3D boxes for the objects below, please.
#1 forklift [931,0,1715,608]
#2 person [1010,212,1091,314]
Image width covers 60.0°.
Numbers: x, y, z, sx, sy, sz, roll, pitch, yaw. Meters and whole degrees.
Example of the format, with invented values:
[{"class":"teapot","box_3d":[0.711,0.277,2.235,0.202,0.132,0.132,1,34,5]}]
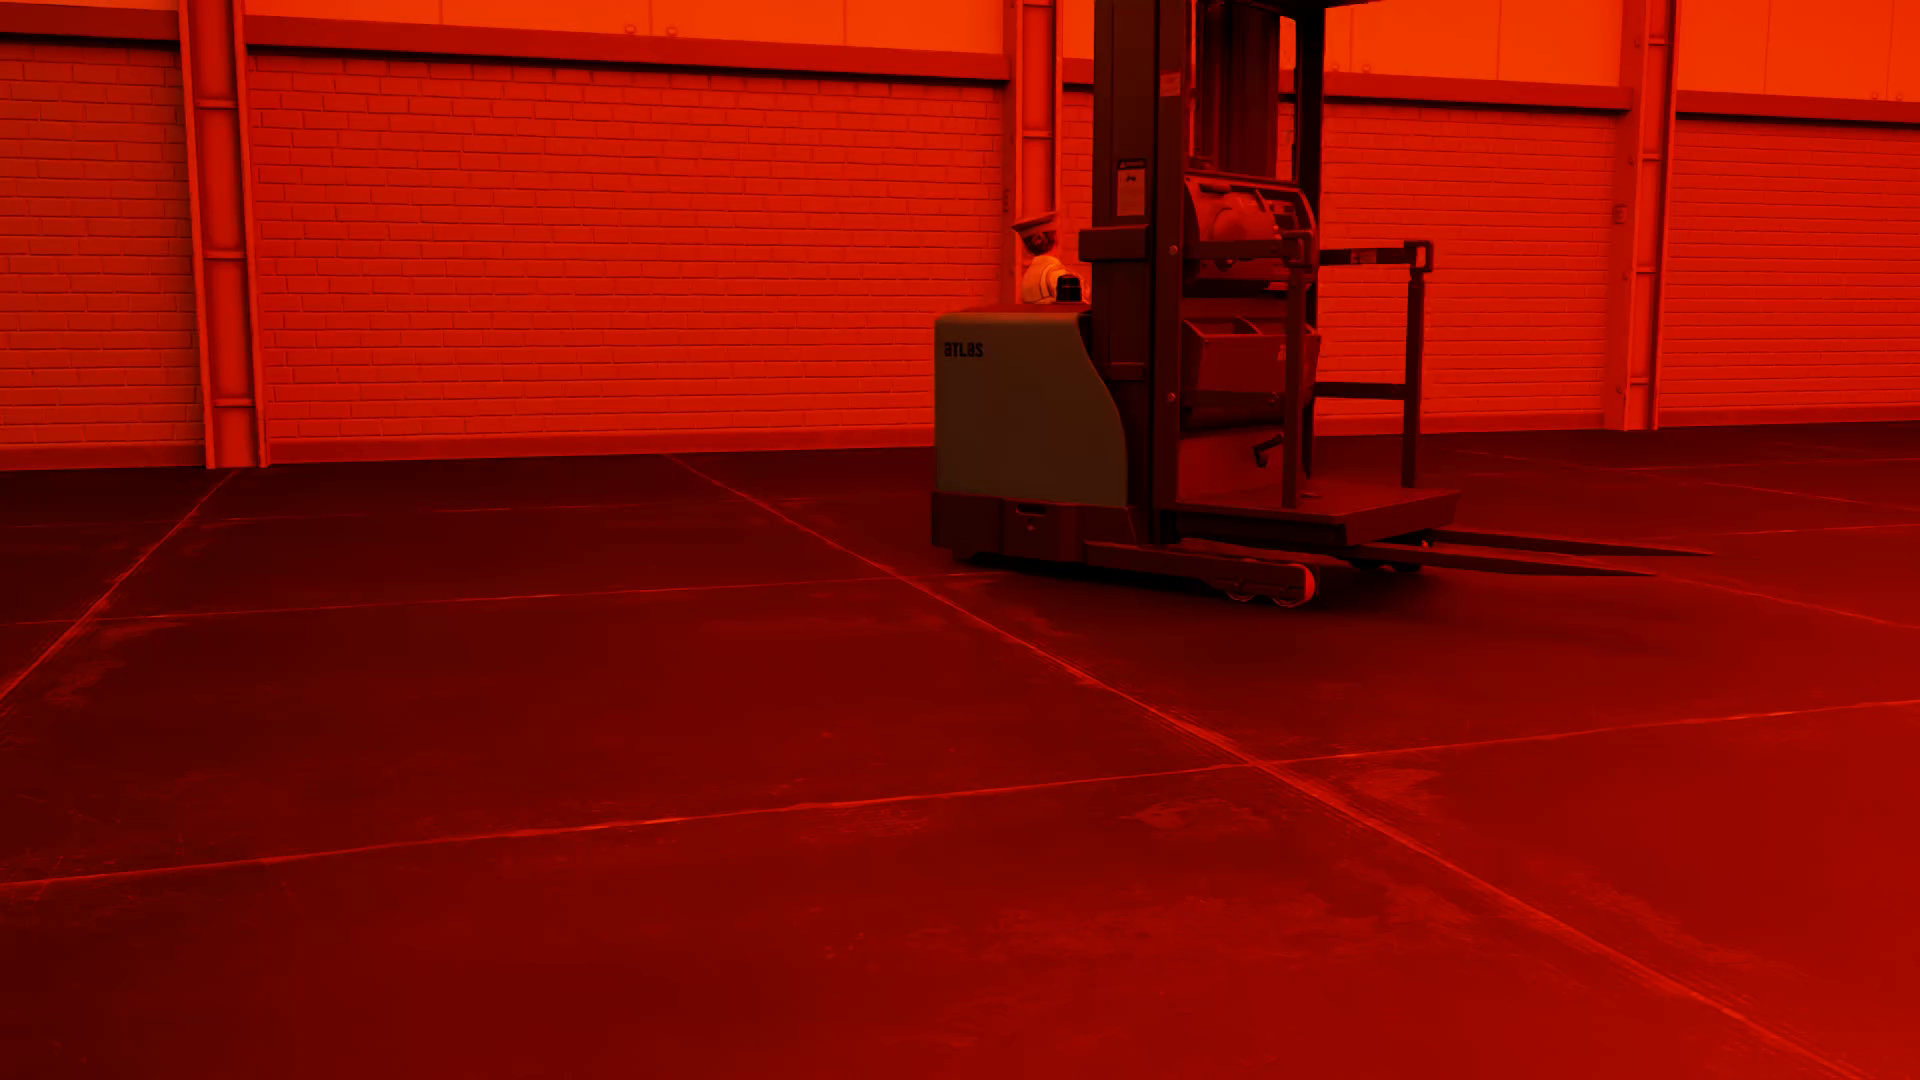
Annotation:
[{"class":"forklift","box_3d":[1.326,-1.283,6.484,3.031,2.935,1.130,6,10,40]},{"class":"person","box_3d":[0.583,-0.783,7.952,0.841,1.556,0.713,-6,10,-37]}]
